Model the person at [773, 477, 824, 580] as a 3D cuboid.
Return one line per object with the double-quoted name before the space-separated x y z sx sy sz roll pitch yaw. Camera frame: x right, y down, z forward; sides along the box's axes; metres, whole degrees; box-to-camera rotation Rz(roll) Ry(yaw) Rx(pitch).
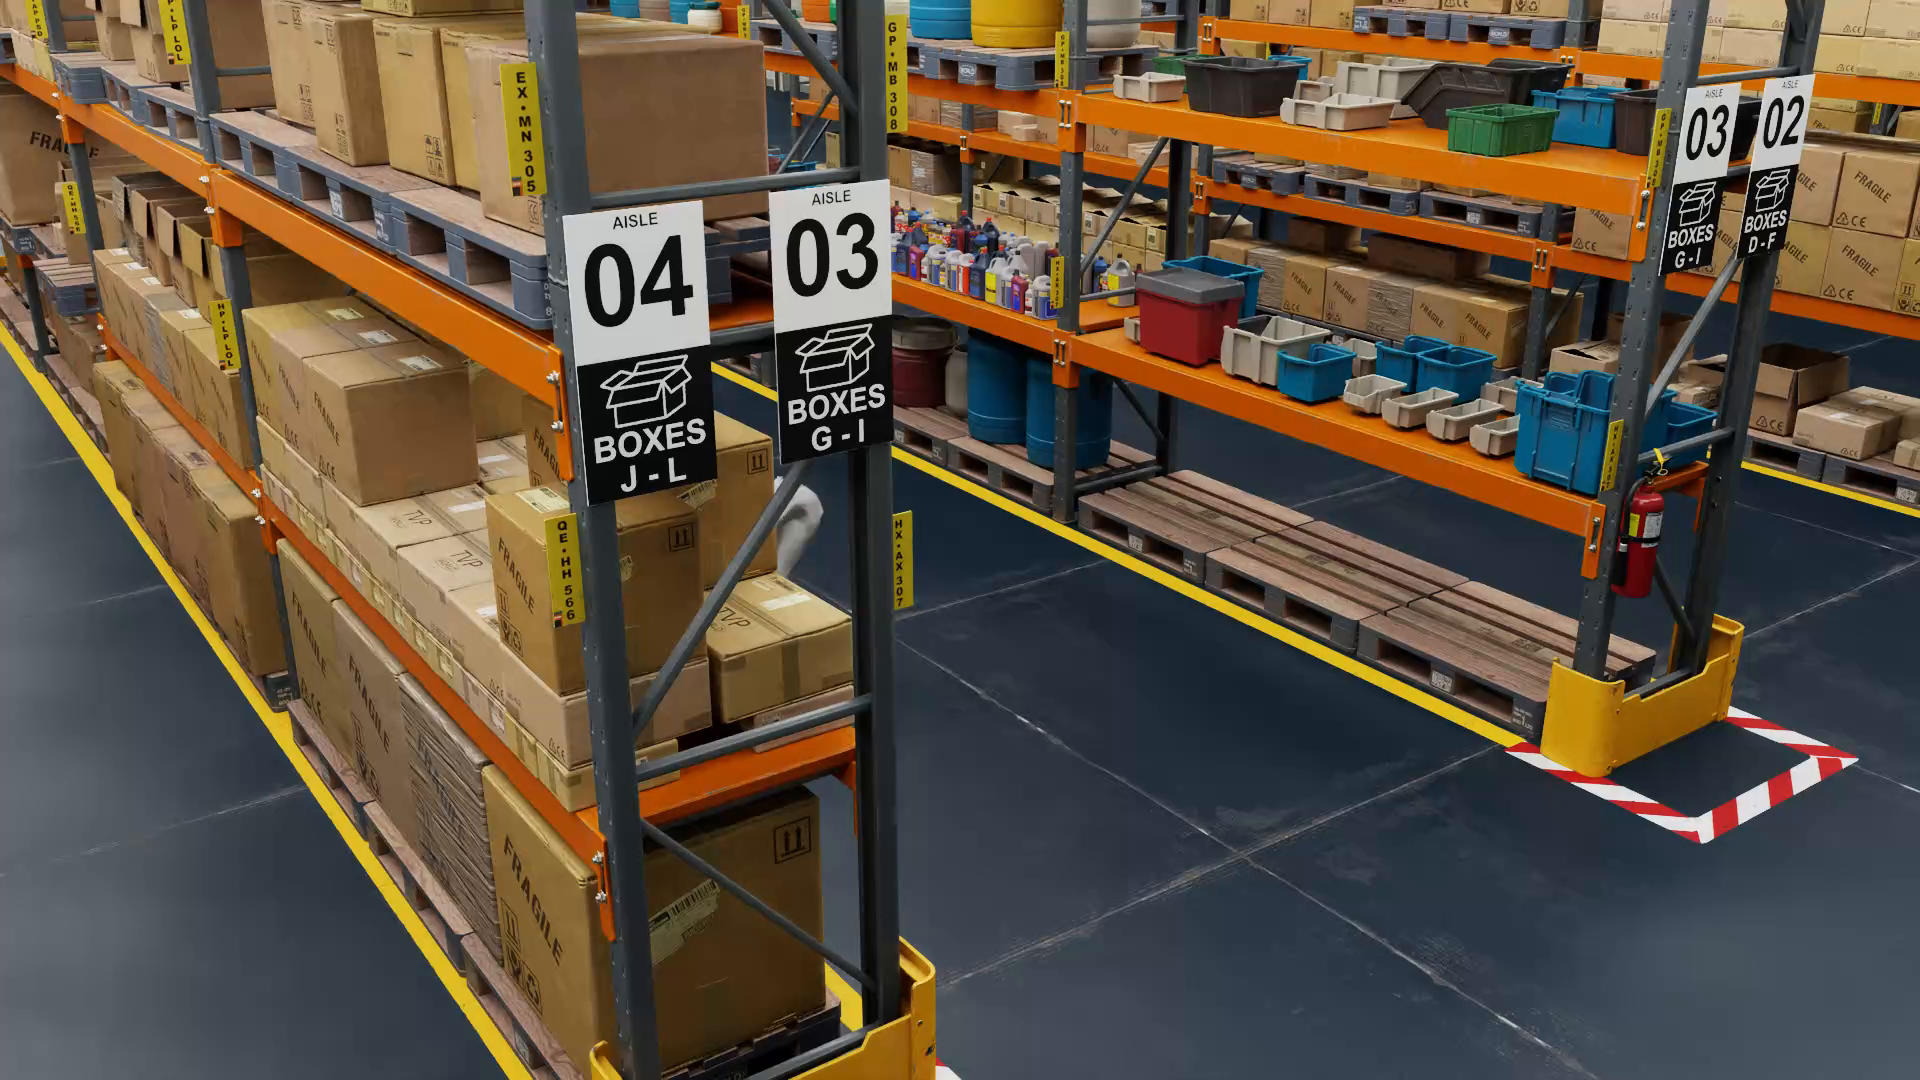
"person" -1.144 0.184 9.074 0.860 0.975 0.436 -16 27 -35
